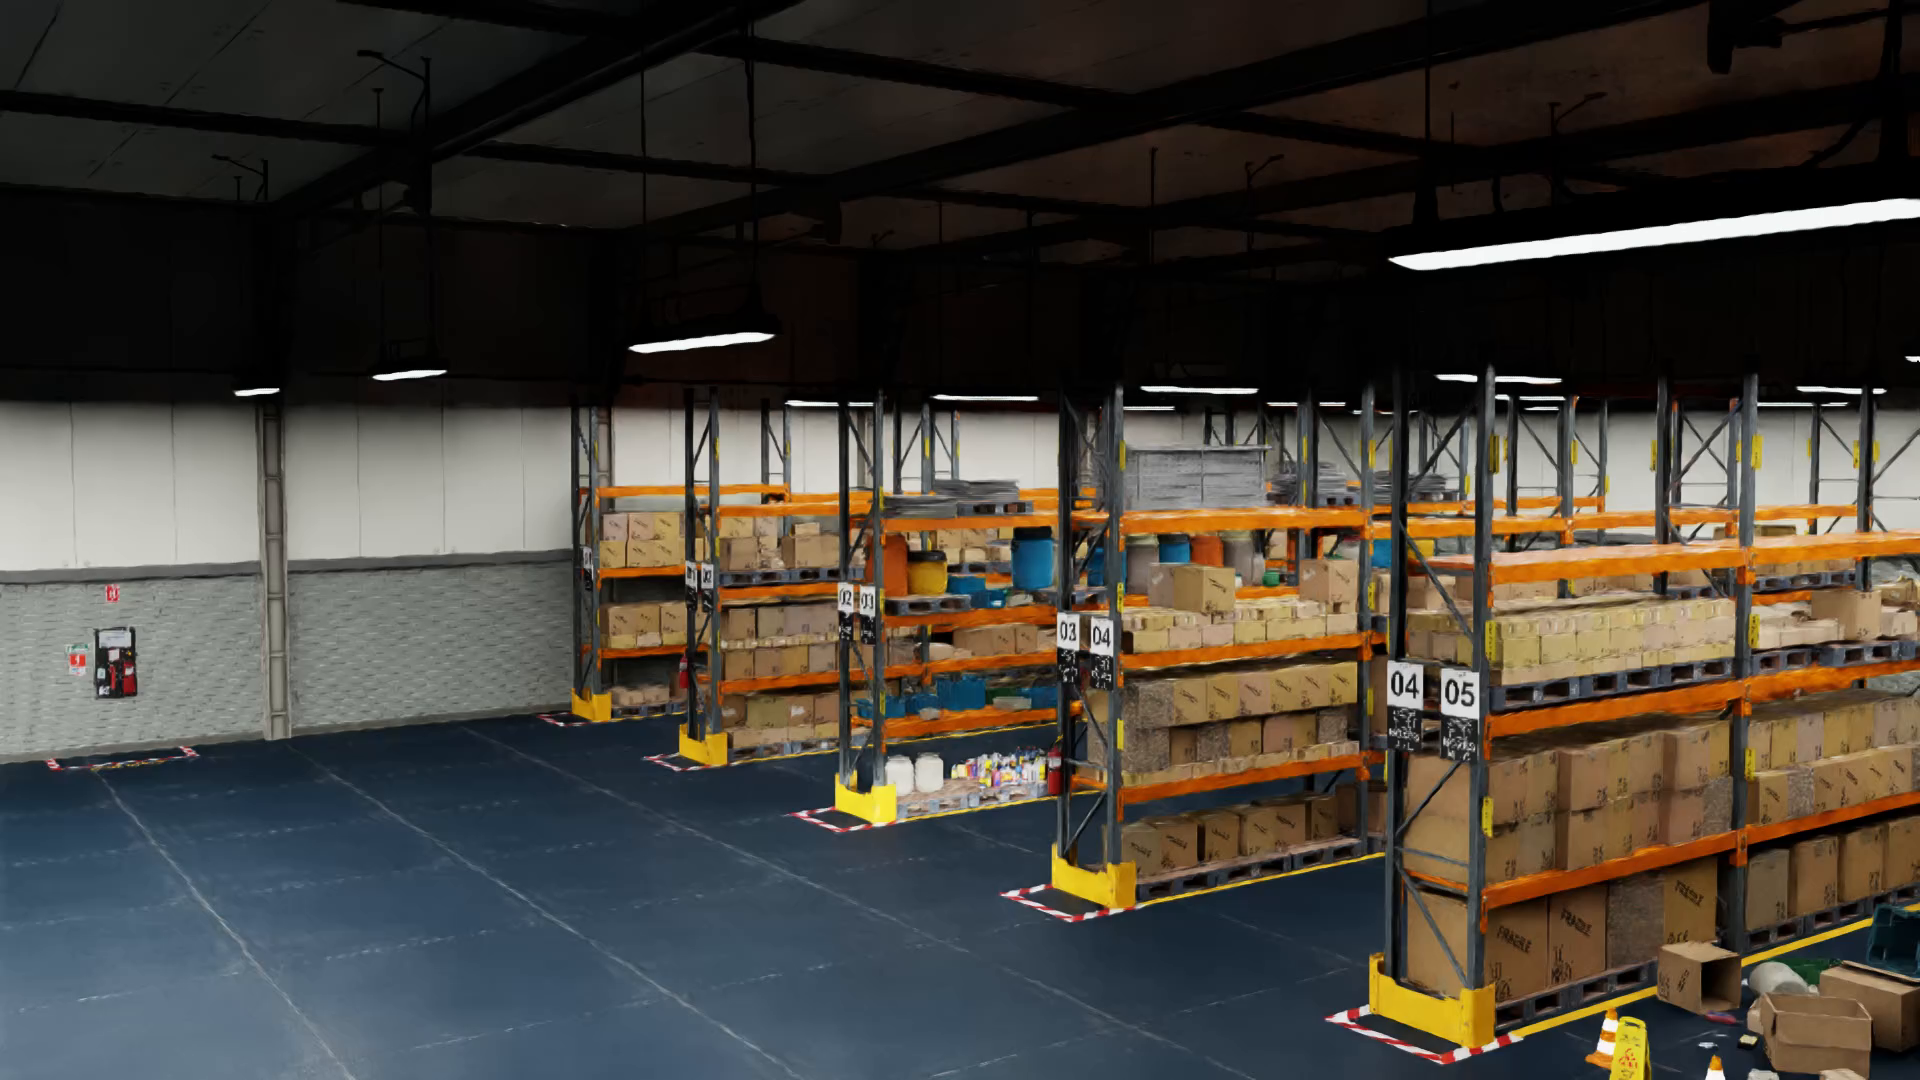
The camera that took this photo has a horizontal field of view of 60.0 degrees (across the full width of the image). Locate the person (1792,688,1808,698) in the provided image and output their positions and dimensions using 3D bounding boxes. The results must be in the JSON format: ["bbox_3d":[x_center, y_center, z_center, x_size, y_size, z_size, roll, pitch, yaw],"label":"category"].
[{"bbox_3d":[12.326,2.922,24.311,0.949,1.539,0.430,-2,4,-36],"label":"person"}]
